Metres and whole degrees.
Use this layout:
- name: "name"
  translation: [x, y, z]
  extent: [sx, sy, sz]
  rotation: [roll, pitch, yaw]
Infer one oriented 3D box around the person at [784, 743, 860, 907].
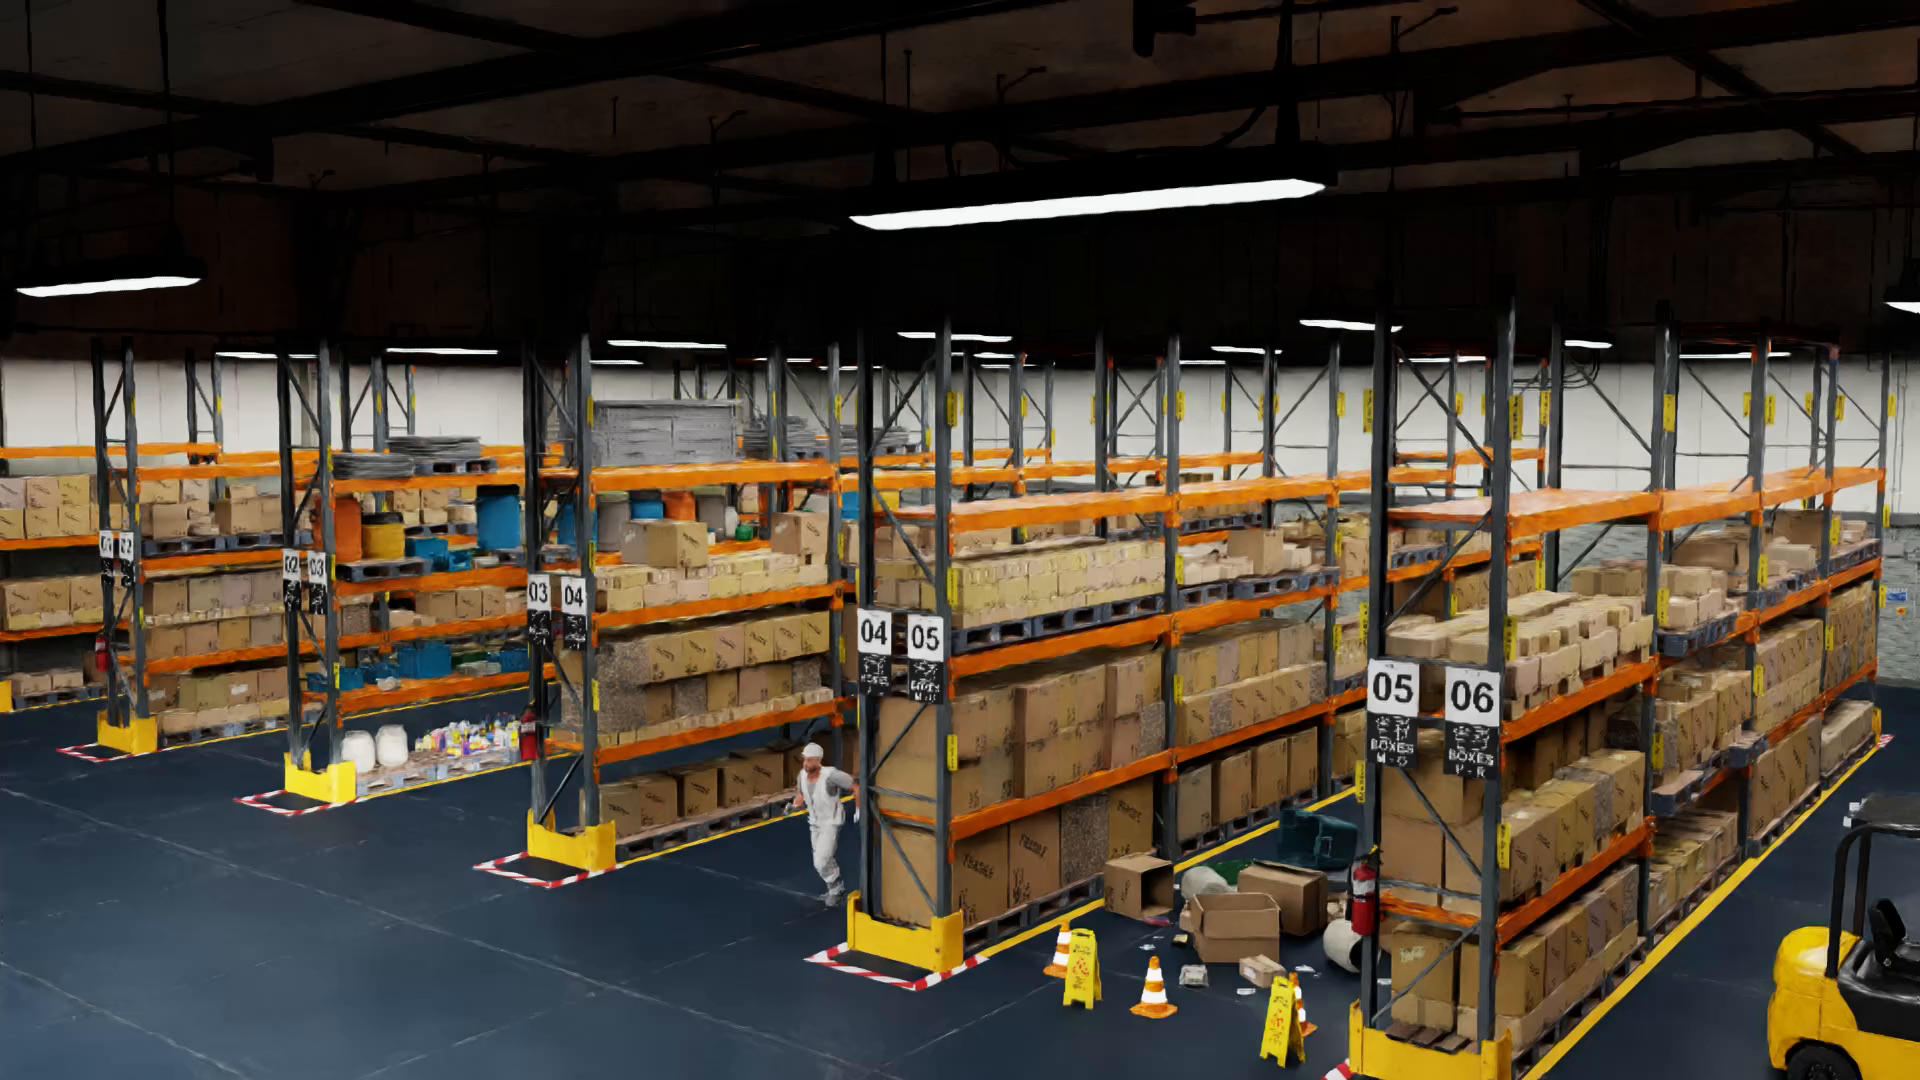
- name: "person"
  translation: [-1.370, 2.868, 16.702]
  extent: [0.684, 1.712, 0.820]
  rotation: [5, 7, 43]
